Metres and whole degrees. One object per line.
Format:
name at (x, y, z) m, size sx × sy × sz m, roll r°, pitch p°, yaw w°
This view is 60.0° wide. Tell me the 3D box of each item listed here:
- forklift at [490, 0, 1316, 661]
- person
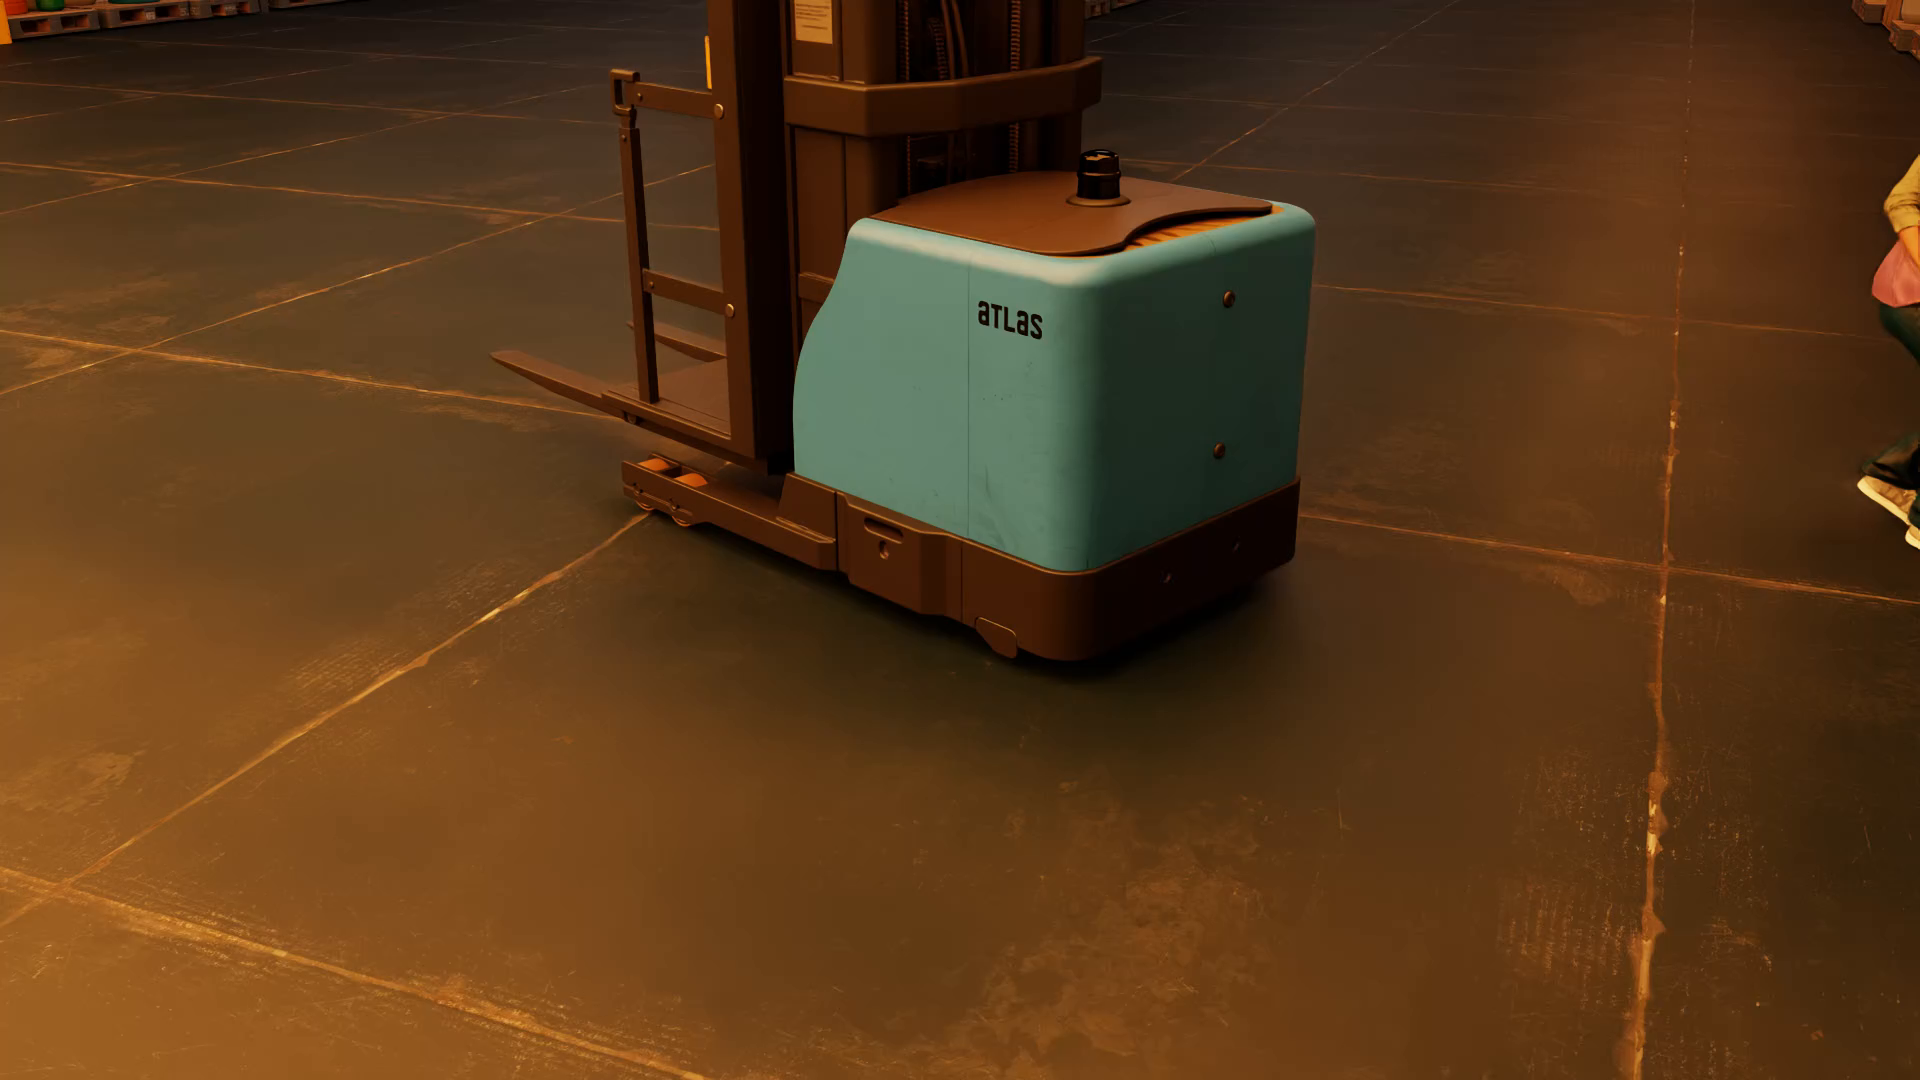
forklift at (-0.434, -1.518, 4.923) m, size 3.031 × 2.935 × 1.130 m, roll 21°, pitch 30°, yaw 40°
person at (2.926, -0.639, 4.688) m, size 0.694 × 1.499 × 0.672 m, roll -10°, pitch 25°, yaw -23°
